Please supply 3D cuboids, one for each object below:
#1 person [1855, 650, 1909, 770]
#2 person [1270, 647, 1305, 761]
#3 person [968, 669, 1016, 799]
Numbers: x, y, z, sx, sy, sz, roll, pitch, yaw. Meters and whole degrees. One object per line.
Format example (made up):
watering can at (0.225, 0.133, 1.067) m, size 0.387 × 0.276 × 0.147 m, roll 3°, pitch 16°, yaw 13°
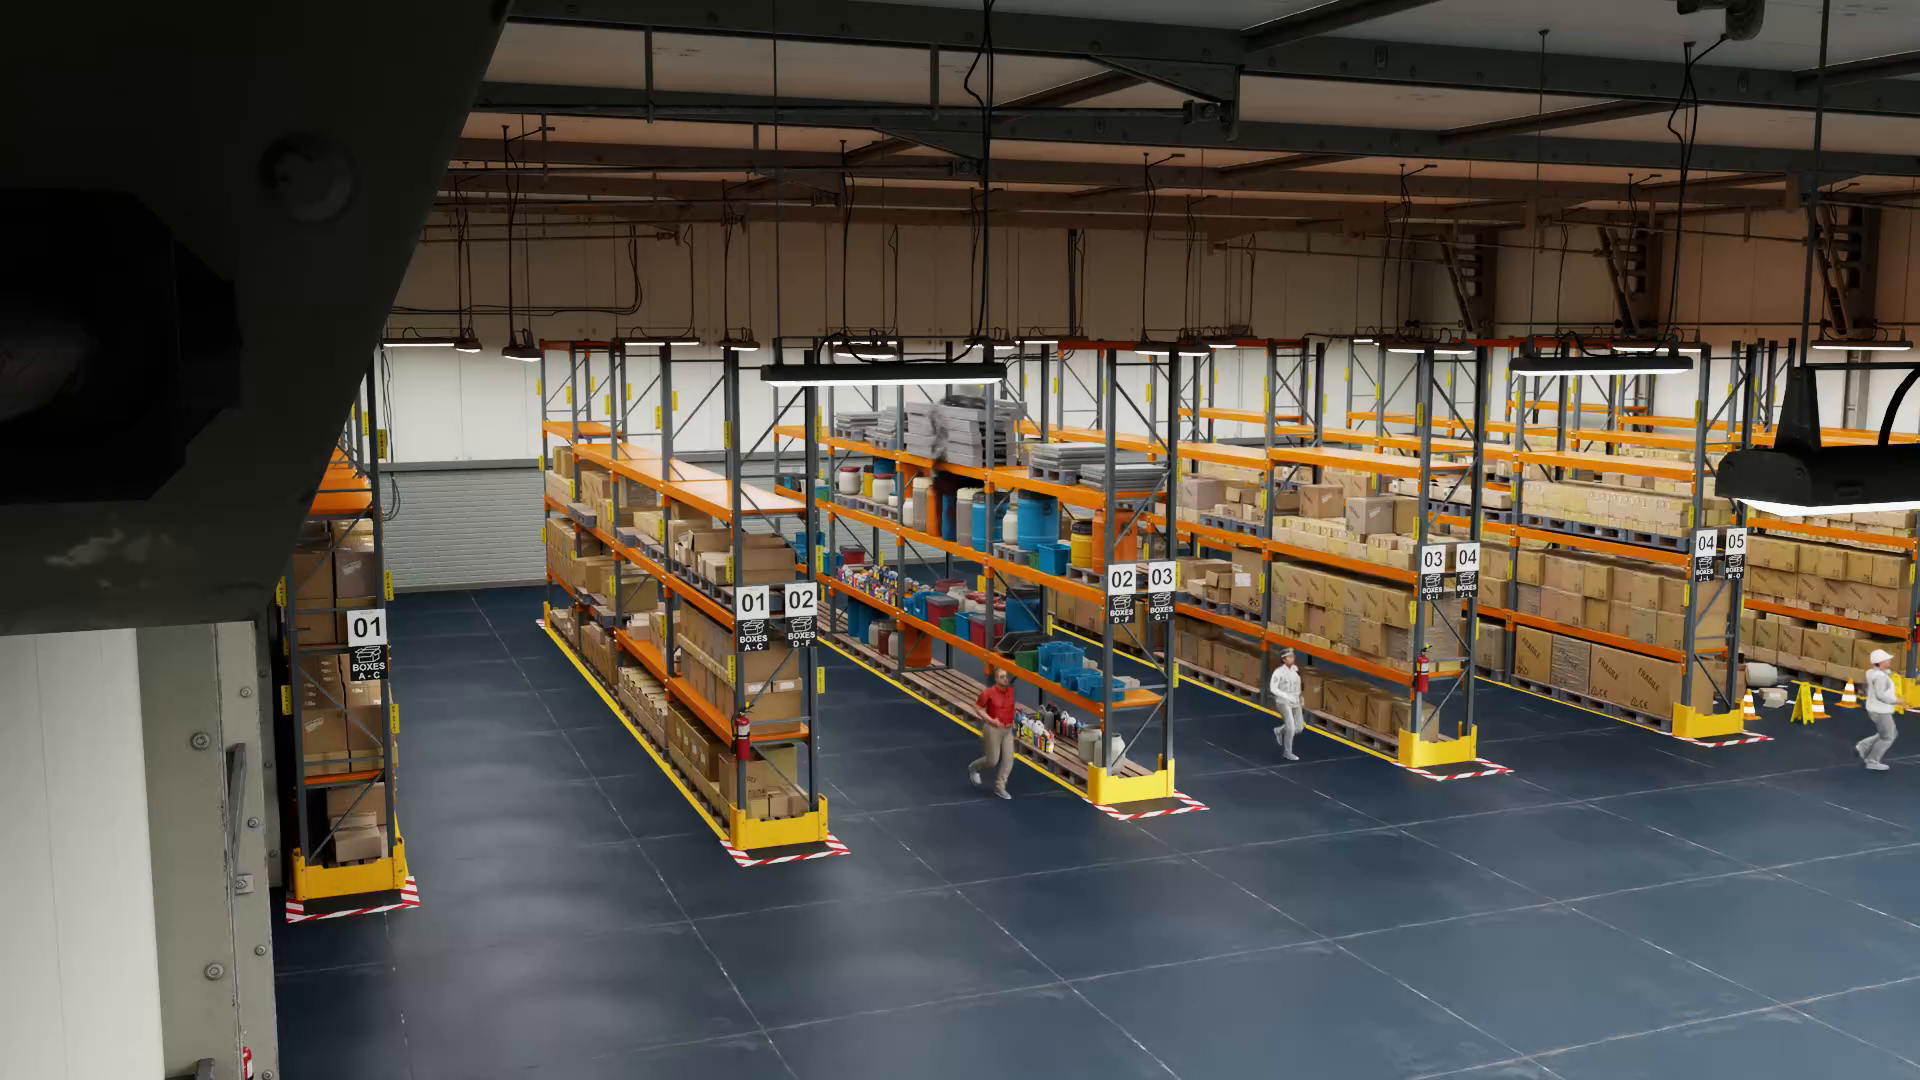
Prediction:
person at (13.103, 2.410, 23.611) m, size 0.596 × 1.724 × 0.654 m, roll 3°, pitch 8°, yaw 19°
person at (4.757, 2.369, 24.251) m, size 0.621 × 1.658 × 0.585 m, roll -5°, pitch 9°, yaw -33°
person at (0.511, 2.584, 22.448) m, size 0.672 × 1.706 × 0.796 m, roll -5°, pitch 9°, yaw -34°
